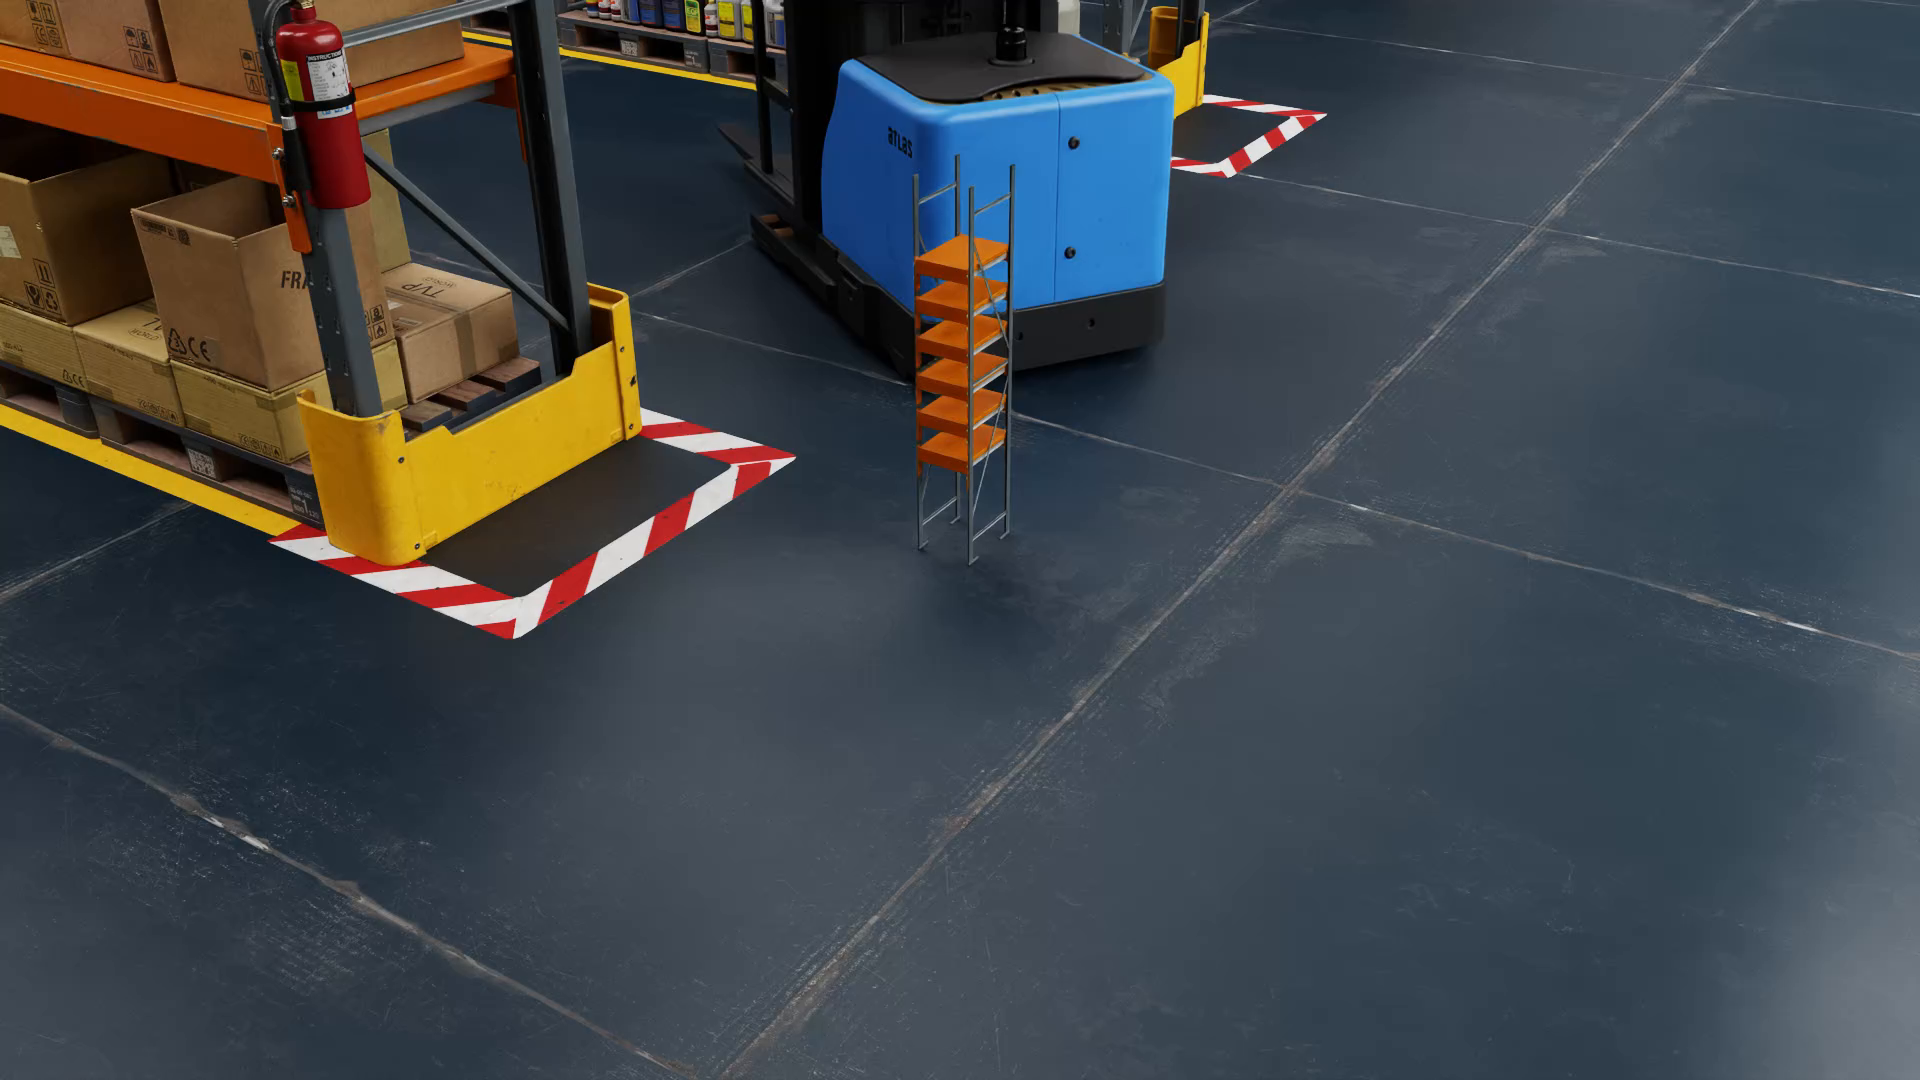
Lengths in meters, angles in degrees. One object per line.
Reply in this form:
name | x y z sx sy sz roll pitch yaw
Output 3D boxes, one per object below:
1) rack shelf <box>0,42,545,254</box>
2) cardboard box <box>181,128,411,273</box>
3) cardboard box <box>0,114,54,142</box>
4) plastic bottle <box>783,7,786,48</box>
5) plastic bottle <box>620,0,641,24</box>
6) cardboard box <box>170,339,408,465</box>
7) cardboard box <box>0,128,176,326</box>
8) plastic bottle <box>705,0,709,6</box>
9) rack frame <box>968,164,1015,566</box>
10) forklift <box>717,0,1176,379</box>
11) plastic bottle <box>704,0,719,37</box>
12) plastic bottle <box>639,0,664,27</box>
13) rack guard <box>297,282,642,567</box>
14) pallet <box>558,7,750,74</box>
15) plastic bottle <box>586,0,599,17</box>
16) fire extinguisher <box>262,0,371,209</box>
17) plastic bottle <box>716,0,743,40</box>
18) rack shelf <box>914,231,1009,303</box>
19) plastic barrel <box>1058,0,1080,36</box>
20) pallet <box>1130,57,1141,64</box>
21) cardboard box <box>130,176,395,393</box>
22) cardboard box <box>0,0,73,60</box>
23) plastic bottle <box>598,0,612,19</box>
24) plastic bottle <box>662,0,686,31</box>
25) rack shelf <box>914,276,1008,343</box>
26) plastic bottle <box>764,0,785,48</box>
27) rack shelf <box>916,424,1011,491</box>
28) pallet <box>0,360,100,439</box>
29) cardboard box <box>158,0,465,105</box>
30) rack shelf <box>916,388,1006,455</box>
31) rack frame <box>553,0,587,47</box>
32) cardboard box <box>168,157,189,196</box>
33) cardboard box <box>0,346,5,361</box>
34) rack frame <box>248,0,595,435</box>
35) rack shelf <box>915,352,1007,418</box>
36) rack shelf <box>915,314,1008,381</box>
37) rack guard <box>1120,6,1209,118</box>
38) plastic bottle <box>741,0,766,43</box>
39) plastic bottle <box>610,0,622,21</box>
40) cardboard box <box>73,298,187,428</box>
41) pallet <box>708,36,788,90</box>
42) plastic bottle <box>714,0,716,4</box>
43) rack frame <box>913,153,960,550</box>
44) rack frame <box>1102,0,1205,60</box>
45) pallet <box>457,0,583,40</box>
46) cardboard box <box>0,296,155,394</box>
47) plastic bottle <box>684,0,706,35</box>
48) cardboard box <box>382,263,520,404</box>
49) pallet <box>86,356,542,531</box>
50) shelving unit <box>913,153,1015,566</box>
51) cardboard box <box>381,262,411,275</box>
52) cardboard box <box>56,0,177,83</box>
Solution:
rack shelf | -3.279 -1.728 5.950 4.000 0.370 1.077 18 35 27
cardboard box | -2.345 -1.193 5.885 0.500 0.500 0.500 18 35 27
cardboard box | -3.475 -1.234 5.956 0.500 0.500 0.500 18 35 27
plastic bottle | -0.936 -3.014 9.706 0.135 0.276 0.152 18 35 28
plastic bottle | -2.011 -3.354 10.289 0.135 0.276 0.152 19 35 29
cardboard box | -2.196 -0.514 5.467 0.500 0.250 0.500 18 35 27
cardboard box | -3.052 -1.099 5.725 0.500 0.500 0.500 18 35 27
plastic bottle | -1.569 -3.232 10.084 0.097 0.271 0.097 0 30 0
rack frame | 0.090 -0.490 4.899 0.006 1.200 0.240 18 35 27
forklift | -0.286 -2.556 6.723 1.130 2.935 3.031 -13 33 -21
plastic bottle | -1.486 -3.139 9.995 0.097 0.201 0.097 0 30 0
plastic bottle | -1.873 -3.340 10.191 0.185 0.351 0.144 19 35 29
rack guard | -1.565 -0.417 5.469 0.348 0.500 1.175 18 35 27
pallet | -1.790 -3.286 10.673 1.213 0.211 1.003 18 35 27
plastic bottle | -2.299 -3.427 10.418 0.097 0.271 0.097 0 30 0
fire extinguisher | -1.732 -1.240 4.475 0.183 0.674 0.296 18 35 27
plastic bottle | -1.353 -3.176 9.909 0.185 0.351 0.144 17 34 27
rack shelf | 0.012 -0.787 4.782 0.180 0.103 0.258 18 35 27
plastic barrel | 0.454 -2.867 9.239 0.421 0.512 0.421 0 30 0
pallet | 0.277 -2.632 9.552 1.213 0.211 1.003 18 35 27
cardboard box | -2.197 -0.837 5.277 0.500 0.500 0.500 18 35 27
cardboard box | -2.838 -1.951 5.518 0.500 0.500 0.700 18 35 28
plastic bottle | -2.213 -3.370 10.389 0.097 0.201 0.097 0 30 0
plastic bottle | -1.713 -3.290 10.104 0.185 0.351 0.144 16 34 25
rack shelf | 0.012 -0.683 4.842 0.180 0.103 0.258 18 35 27
plastic bottle | -1.053 -3.051 9.770 0.135 0.276 0.152 17 34 26
rack shelf | 0.012 -0.269 5.084 0.180 0.103 0.258 18 35 27
pallet | -3.284 -0.813 6.434 1.213 0.211 1.003 18 35 27
cardboard box | -1.974 -1.677 5.048 0.500 0.500 0.700 18 35 27
rack shelf | 0.012 -0.372 5.024 0.180 0.103 0.258 18 35 27
rack frame | -2.336 -4.688 10.309 0.127 3.000 1.000 18 35 27
cardboard box | -2.776 -1.321 6.105 0.500 0.500 0.500 18 35 27
cardboard box | -3.473 -0.911 6.147 0.500 0.250 0.500 18 35 27
rack frame | -1.585 -1.503 4.850 0.127 3.000 1.000 18 35 27
rack shelf | 0.012 -0.476 4.963 0.180 0.103 0.258 18 35 27
rack shelf | 0.012 -0.580 4.903 0.180 0.103 0.258 18 35 27
rack guard | 0.962 -2.537 9.102 0.348 0.500 1.175 18 35 27
plastic bottle | -1.196 -3.126 9.824 0.185 0.351 0.144 19 35 29
plastic bottle | -2.127 -3.342 10.343 0.097 0.201 0.097 0 30 0
cardboard box | -2.626 -0.643 5.688 0.500 0.250 0.500 18 35 27
pallet | -0.752 -2.959 10.113 1.213 0.211 1.003 18 35 27
plastic bottle | -1.533 -3.531 10.591 0.135 0.276 0.152 18 35 27
rack frame | -0.065 -0.539 4.983 0.006 1.200 0.240 18 35 27
rack frame | 1.052 -3.616 8.472 0.127 3.000 1.000 18 35 27
pallet | -3.022 -3.677 11.344 1.213 0.211 1.003 18 35 27
cardboard box | -3.051 -0.776 5.916 0.500 0.250 0.500 18 35 27
plastic bottle | -1.596 -3.199 10.015 0.133 0.283 0.061 19 35 29
cardboard box | -1.921 -0.736 5.846 0.500 0.250 0.500 18 35 27
pallet | -2.255 -0.486 5.873 1.213 0.211 1.003 18 35 27
shelving unit | 0.012 -0.514 4.941 0.189 1.200 0.258 18 35 27
cardboard box | -2.346 -0.868 6.073 0.500 0.250 0.500 18 35 27
cardboard box | -2.421 -1.816 5.286 0.500 0.500 0.700 19 35 29
